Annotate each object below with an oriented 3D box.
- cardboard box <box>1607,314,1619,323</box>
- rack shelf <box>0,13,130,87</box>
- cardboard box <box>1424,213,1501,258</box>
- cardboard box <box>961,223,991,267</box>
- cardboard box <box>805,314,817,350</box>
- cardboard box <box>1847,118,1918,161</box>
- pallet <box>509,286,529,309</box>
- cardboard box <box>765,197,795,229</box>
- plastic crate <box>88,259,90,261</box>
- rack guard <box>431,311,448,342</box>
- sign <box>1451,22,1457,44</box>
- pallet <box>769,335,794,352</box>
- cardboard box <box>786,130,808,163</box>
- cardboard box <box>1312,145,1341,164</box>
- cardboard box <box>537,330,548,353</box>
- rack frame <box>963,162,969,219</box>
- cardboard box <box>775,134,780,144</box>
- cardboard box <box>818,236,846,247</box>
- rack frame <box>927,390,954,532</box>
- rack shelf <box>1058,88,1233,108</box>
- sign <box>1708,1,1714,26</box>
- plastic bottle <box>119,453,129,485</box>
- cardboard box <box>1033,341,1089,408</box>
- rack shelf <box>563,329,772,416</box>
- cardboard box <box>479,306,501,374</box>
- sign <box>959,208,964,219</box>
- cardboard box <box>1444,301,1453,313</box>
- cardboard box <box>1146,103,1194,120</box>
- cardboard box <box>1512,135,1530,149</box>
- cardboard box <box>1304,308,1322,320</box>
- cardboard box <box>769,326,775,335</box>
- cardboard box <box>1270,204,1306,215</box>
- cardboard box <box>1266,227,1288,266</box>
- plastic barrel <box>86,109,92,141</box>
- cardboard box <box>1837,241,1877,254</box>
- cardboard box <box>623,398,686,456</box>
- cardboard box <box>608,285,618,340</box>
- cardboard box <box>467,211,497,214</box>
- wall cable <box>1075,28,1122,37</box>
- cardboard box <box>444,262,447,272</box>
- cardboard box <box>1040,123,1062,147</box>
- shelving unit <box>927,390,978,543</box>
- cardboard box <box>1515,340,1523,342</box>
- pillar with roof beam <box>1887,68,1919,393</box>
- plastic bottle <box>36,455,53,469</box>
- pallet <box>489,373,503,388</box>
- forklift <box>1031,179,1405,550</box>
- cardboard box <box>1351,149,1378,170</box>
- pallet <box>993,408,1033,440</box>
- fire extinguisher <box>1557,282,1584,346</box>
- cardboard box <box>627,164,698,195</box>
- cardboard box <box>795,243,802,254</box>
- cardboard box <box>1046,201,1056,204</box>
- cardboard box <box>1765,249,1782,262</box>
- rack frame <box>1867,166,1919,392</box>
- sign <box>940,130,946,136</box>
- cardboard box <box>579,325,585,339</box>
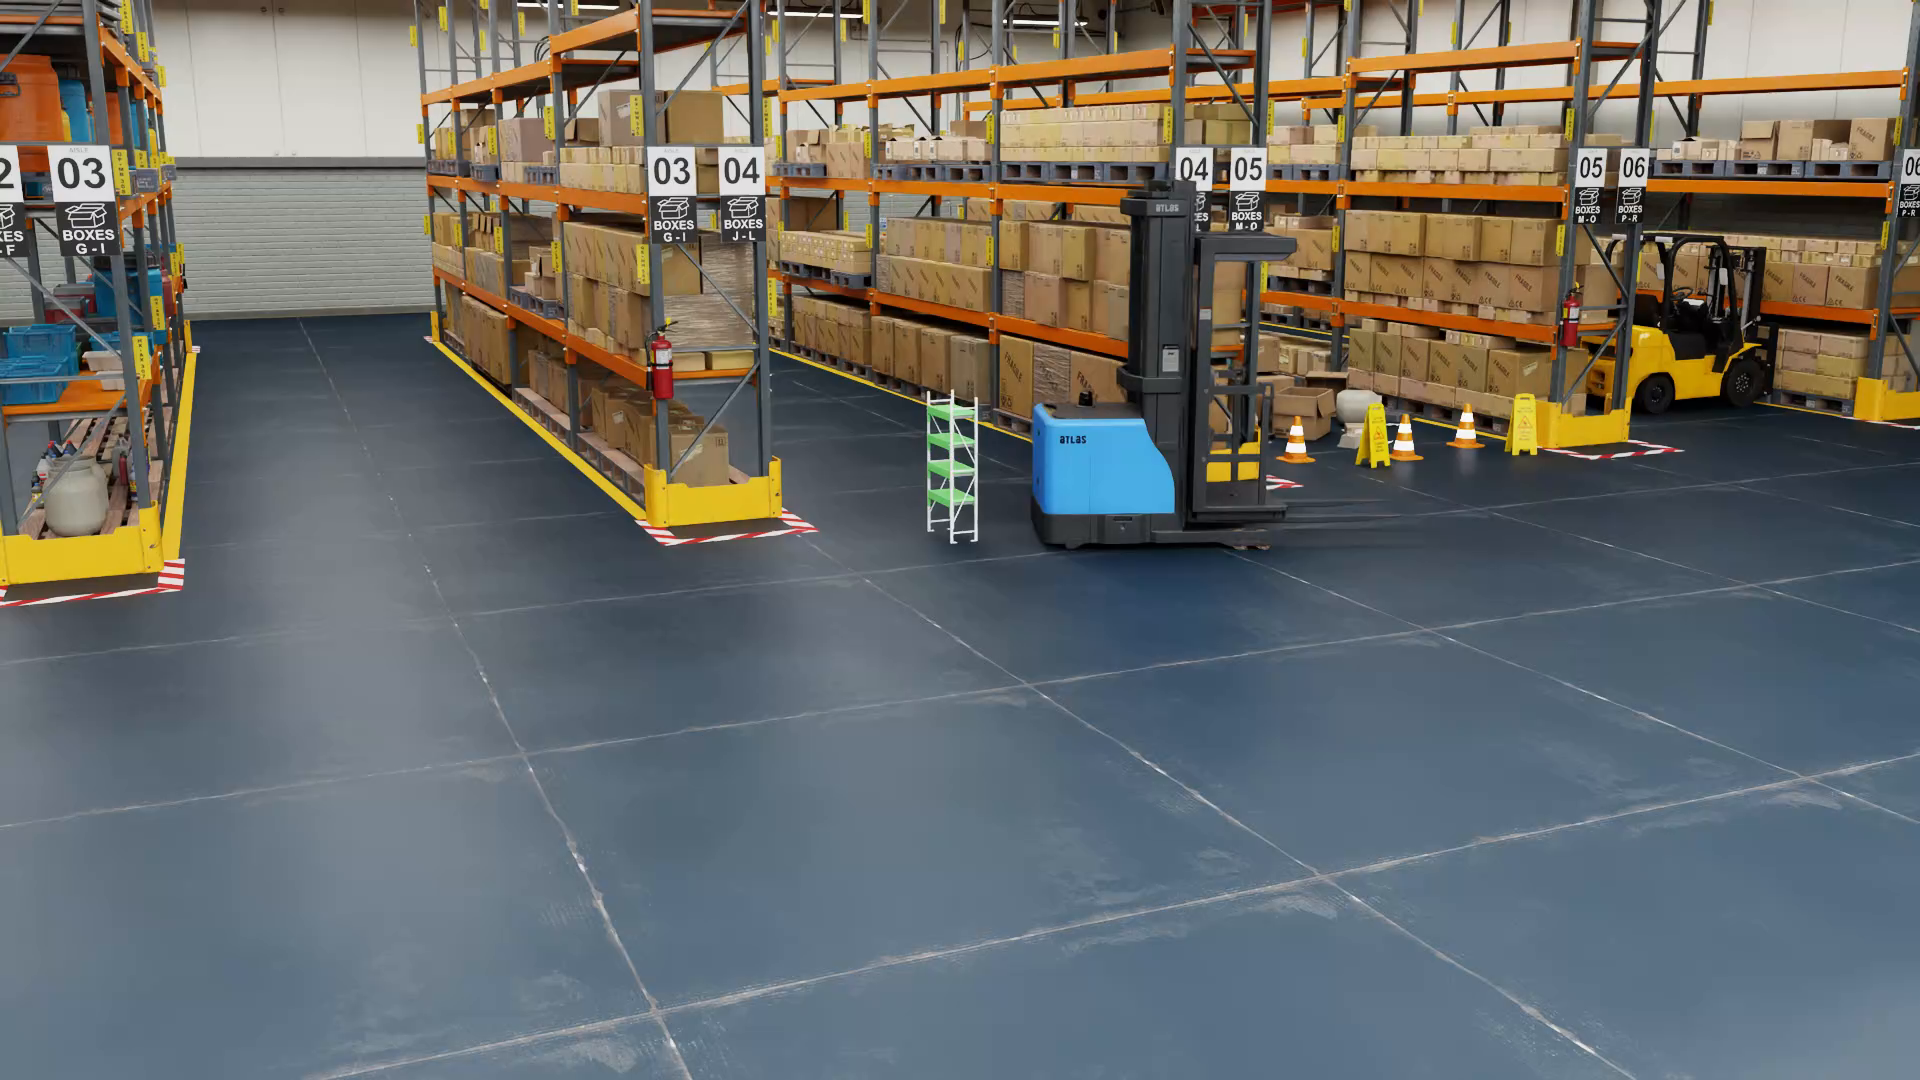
[{"bbox_3d":[9.668,-2.963,24.354,0.875,0.625,0.625,-5,14,-20],"label":"cardboard box"},{"bbox_3d":[-7.477,-3.981,13.596,1.077,0.370,4.000,-6,14,-23],"label":"rack shelf"},{"bbox_3d":[5.971,-3.616,19.744,0.700,0.500,0.500,-6,14,-23],"label":"cardboard box"},{"bbox_3d":[0.433,-3.635,20.485,0.700,0.500,0.500,-6,14,-24],"label":"cardboard box"},{"bbox_3d":[-2.093,-3.245,25.851,0.500,0.500,0.500,-5,14,-20],"label":"cardboard box"},{"bbox_3d":[11.089,-4.815,19.994,0.500,0.500,0.500,-5,14,-21],"label":"cardboard box"},{"bbox_3d":[-4.959,-3.060,20.862,1.213,0.211,1.003,-6,14,-23],"label":"pallet"},{"bbox_3d":[-3.007,-5.404,27.467,0.500,0.500,0.500,-6,14,-25],"label":"cardboard box"},{"bbox_3d":[-11.982,-3.757,23.352,0.392,0.384,0.575,-6,14,-23],"label":"plastic crate"},{"bbox_3d":[-8.556,-3.731,28.880,1.175,0.500,0.348,-6,14,-23],"label":"rack guard"},{"bbox_3d":[7.791,-8.000,26.232,0.100,0.325,0.005,-6,14,-23],"label":"sign"},{"bbox_3d":[-2.661,-3.321,27.751,1.003,0.211,1.213,-6,14,-23],"label":"pallet"},{"bbox_3d":[-2.308,-6.171,26.073,0.700,0.500,0.500,-6,14,-23],"label":"cardboard box"},{"bbox_3d":[4.974,-5.060,21.828,0.500,0.250,0.500,-6,14,-24],"label":"cardboard box"},{"bbox_3d":[-5.046,-2.517,20.997,0.500,0.250,0.500,-5,14,-21],"label":"cardboard box"},{"bbox_3d":[0.533,-5.839,32.444,1.000,3.000,0.127,-6,14,-23],"label":"rack frame"},{"bbox_3d":[-2.736,-6.410,26.601,0.380,0.149,0.250,-6,14,-25],"label":"cardboard box"},{"bbox_3d":[-1.889,-4.417,24.608,0.380,0.149,0.250,-5,14,-20],"label":"cardboard box"},{"bbox_3d":[-0.164,-0.669,14.100,0.240,1.200,0.015,-6,14,-23],"label":"rack frame"},{"bbox_3d":[2.937,-6.976,26.538,1.077,0.370,4.000,-6,14,-23],"label":"rack shelf"},{"bbox_3d":[10.405,-7.308,23.068,0.100,0.325,0.005,-6,14,-23],"label":"sign"},{"bbox_3d":[-7.586,-0.651,15.078,0.061,0.283,0.133,-6,14,-23],"label":"plastic bottle"},{"bbox_3d":[1.398,-1.739,18.510,0.875,0.875,0.875,-6,14,-23],"label":"cardboard box"},{"bbox_3d":[-2.939,-1.701,16.160,1.077,0.370,4.000,-6,14,-23],"label":"rack shelf"},{"bbox_3d":[-5.950,-2.789,23.050,1.225,0.875,0.875,-6,14,-23],"label":"cardboard box"},{"bbox_3d":[0.022,-6.250,32.126,0.100,0.325,0.005,-6,14,-23],"label":"sign"},{"bbox_3d":[6.002,-2.786,19.812,0.380,0.149,0.250,-6,14,-23],"label":"cardboard box"},{"bbox_3d":[2.002,-4.085,15.849,0.380,0.149,0.250,-5,14,-22],"label":"cardboard box"},{"bbox_3d":[6.349,-4.411,18.414,0.380,0.149,0.250,-6,14,-24],"label":"cardboard box"},{"bbox_3d":[6.670,-4.328,30.529,0.500,0.500,0.500,-5,14,-21],"label":"cardboard box"},{"bbox_3d":[-3.021,-3.520,27.818,0.380,0.149,0.250,-6,14,-25],"label":"cardboard box"},{"bbox_3d":[6.329,-6.230,32.146,0.500,0.500,0.500,-6,14,-25],"label":"cardboard box"},{"bbox_3d":[4.544,-4.042,22.868,0.500,0.500,0.500,-5,14,-21],"label":"cardboard box"},{"bbox_3d":[-8.943,-3.943,16.490,0.600,0.901,0.600,0,13,0],"label":"plastic barrel"},{"bbox_3d":[11.025,-3.595,20.429,0.380,0.149,0.250,-6,14,-23],"label":"cardboard box"},{"bbox_3d":[-3.059,-1.126,16.695,0.500,0.500,0.500,-7,15,-28],"label":"cardboard box"},{"bbox_3d":[-2.804,-2.147,15.613,0.875,0.500,0.500,-6,14,-23],"label":"cardboard box"},{"bbox_3d":[-8.111,-5.304,28.143,0.500,0.500,0.500,-5,14,-22],"label":"cardboard box"},{"bbox_3d":[3.992,-13.202,38.619,2.988,3.039,0.133,-6,14,-23],"label":"wall cable"},{"bbox_3d":[-8.090,-4.400,26.787,0.380,0.149,0.250,-6,14,-24],"label":"cardboard box"},{"bbox_3d":[1.191,-4.343,17.851,0.500,0.250,0.500,-6,14,-24],"label":"cardboard box"},{"bbox_3d":[-0.066,-0.619,13.882,0.258,1.200,0.503,-6,14,-23],"label":"shelving unit"},{"bbox_3d":[6.456,-2.172,20.104,0.500,0.500,0.500,-5,14,-22],"label":"cardboard box"},{"bbox_3d":[8.092,-5.741,18.719,9.100,9.000,0.400,-6,14,-23],"label":"pillar with roof beam"},{"bbox_3d":[-8.015,-0.571,14.584,0.144,0.351,0.185,-5,14,-21],"label":"plastic bottle"},{"bbox_3d":[-6.074,-2.353,23.570,1.003,0.211,1.213,-6,14,-23],"label":"pallet"},{"bbox_3d":[2.149,-1.466,13.703,3.031,2.935,1.130,-1,13,-4],"label":"forklift"},{"bbox_3d":[5.266,-4.777,20.878,0.500,0.250,0.500,-6,14,-24],"label":"cardboard box"},{"bbox_3d":[1.078,-1.369,19.315,1.003,0.211,1.213,-6,14,-23],"label":"pallet"},{"bbox_3d":[6.566,-2.430,17.888,0.296,0.674,0.183,-6,14,-23],"label":"fire extinguisher"},{"bbox_3d":[-2.564,-3.103,14.304,0.500,0.250,0.500,-5,14,-22],"label":"cardboard box"},{"bbox_3d":[-2.309,-4.488,25.575,0.380,0.149,0.250,-6,14,-25],"label":"cardboard box"},{"bbox_3d":[1.721,-5.899,28.827,0.380,0.149,0.250,-6,14,-24],"label":"cardboard box"},{"bbox_3d":[10.557,-3.656,21.353,0.380,0.149,0.250,-6,14,-23],"label":"cardboard box"},{"bbox_3d":[11.489,-2.982,20.102,1.000,3.000,0.127,-6,14,-23],"label":"rack frame"},{"bbox_3d":[-0.245,-5.518,23.085,0.100,0.325,0.005,-6,14,-23],"label":"sign"},{"bbox_3d":[-3.716,-2.168,17.143,0.380,0.149,0.250,-6,14,-23],"label":"cardboard box"}]
